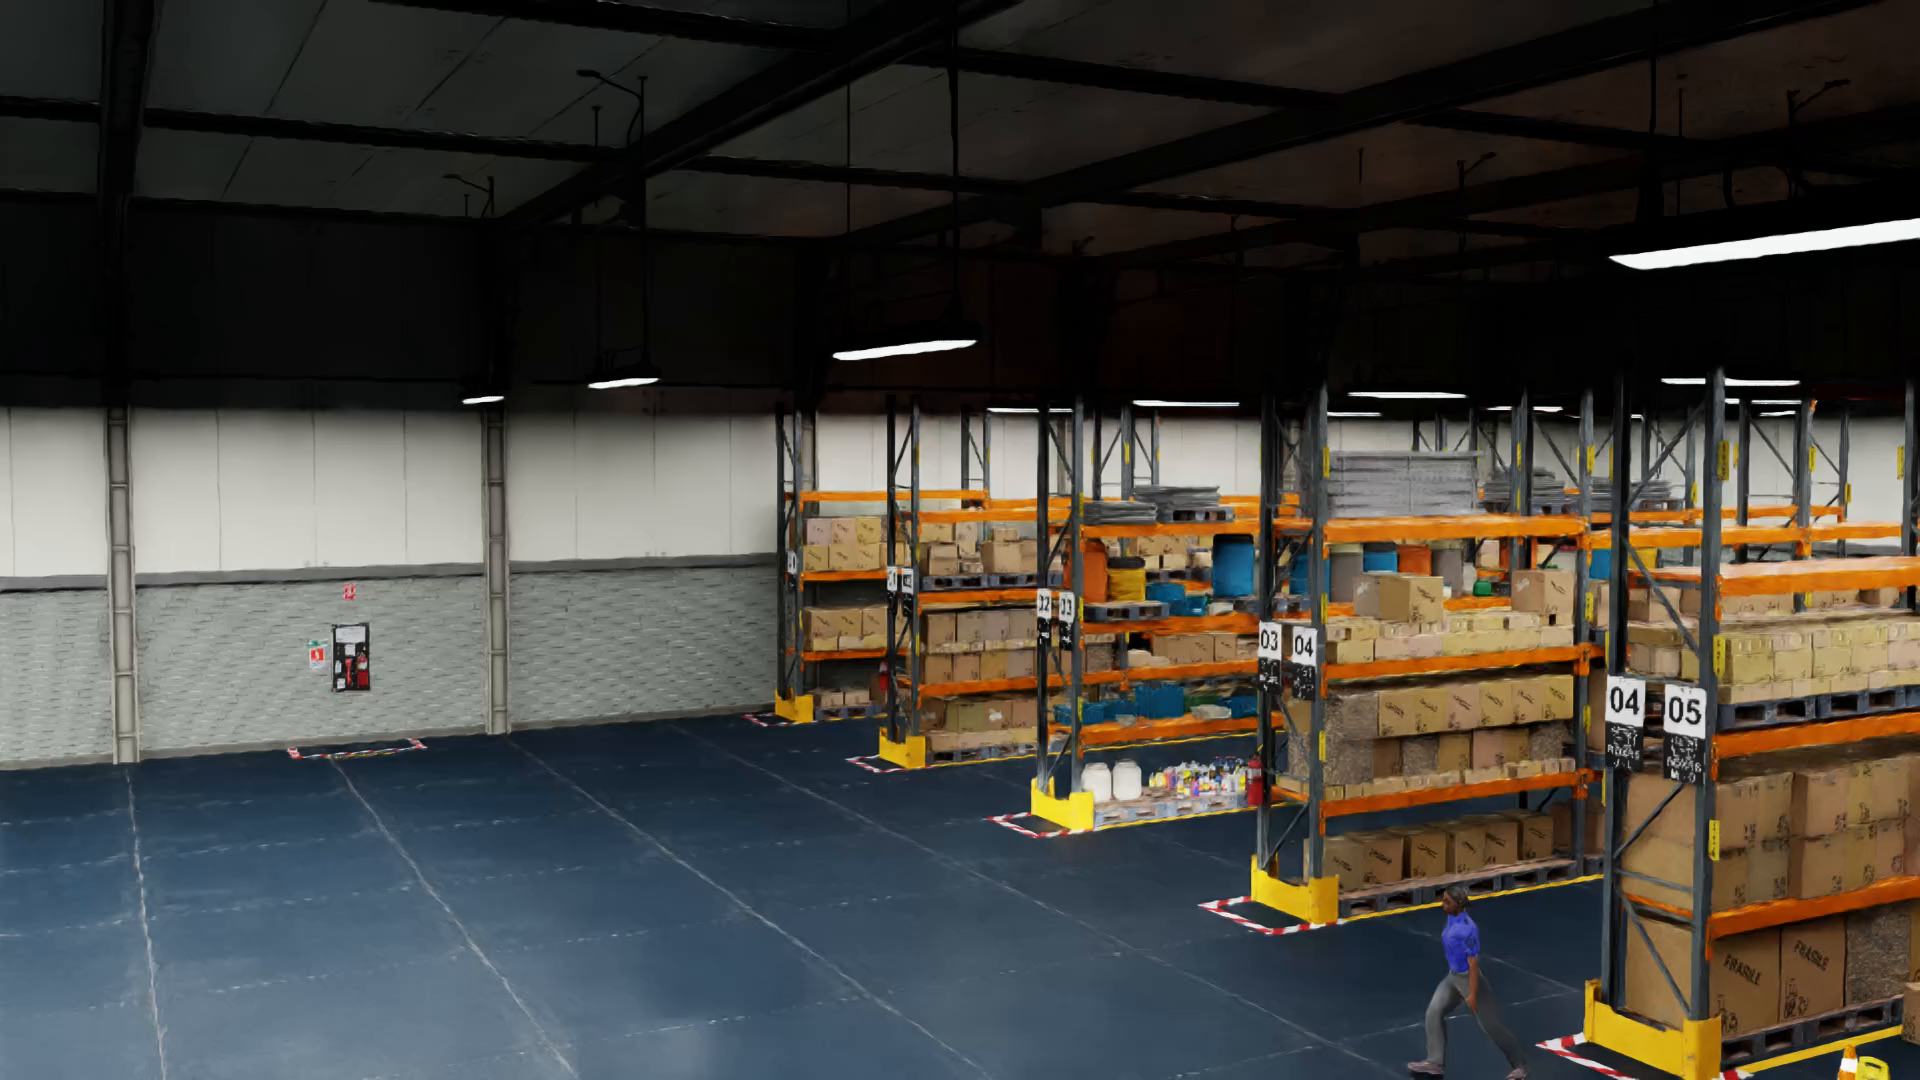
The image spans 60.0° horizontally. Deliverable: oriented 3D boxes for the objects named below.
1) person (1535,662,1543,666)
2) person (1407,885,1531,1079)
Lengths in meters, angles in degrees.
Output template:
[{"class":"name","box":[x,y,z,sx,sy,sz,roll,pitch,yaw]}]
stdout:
[{"class":"person","box":[12.865,2.210,36.366,0.650,1.791,0.503,-1,3,-17]},{"class":"person","box":[4.163,3.602,13.528,0.939,1.578,0.505,0,3,-6]}]
